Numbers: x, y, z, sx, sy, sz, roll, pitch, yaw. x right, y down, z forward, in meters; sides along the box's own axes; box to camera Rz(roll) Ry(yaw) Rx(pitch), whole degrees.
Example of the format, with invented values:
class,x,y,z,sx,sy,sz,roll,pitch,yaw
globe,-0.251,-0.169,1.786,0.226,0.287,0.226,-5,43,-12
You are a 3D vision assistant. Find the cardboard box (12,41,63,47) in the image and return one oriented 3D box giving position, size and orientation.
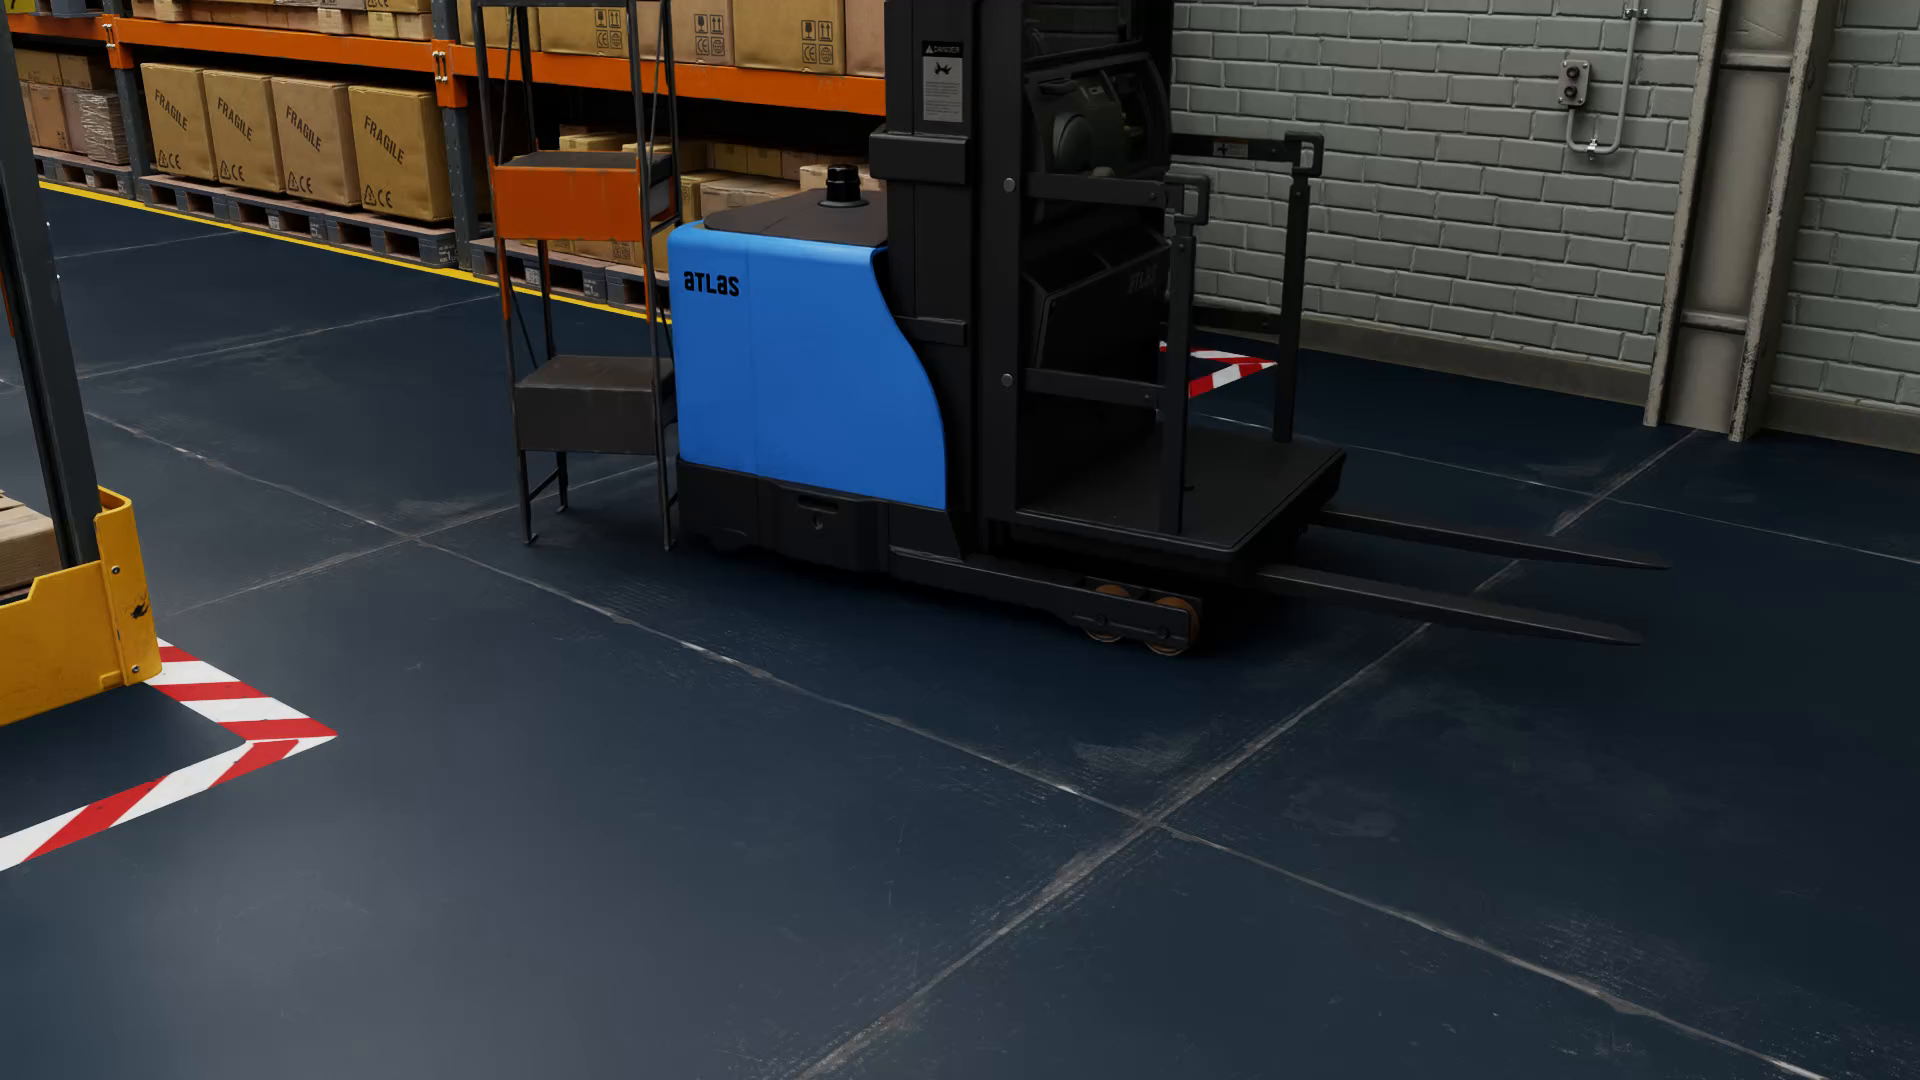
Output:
class,x,y,z,sx,sy,sz,roll,pitch,yaw
cardboard box,-7.910,-4.057,14.031,0.500,0.250,0.500,15,26,35

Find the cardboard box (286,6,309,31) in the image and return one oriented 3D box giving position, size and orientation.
class,x,y,z,sx,sy,sz,roll,pitch,yaw
cardboard box,-4.033,-3.327,10.568,0.250,0.149,0.380,15,25,35

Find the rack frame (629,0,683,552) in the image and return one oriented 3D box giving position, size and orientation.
class,x,y,z,sx,sy,sz,roll,pitch,yaw
rack frame,-0.958,-1.014,5.382,0.015,2.100,0.400,2,21,6

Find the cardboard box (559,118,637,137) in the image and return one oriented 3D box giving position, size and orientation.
class,x,y,z,sx,sy,sz,roll,pitch,yaw
cardboard box,-2.108,-2.364,9.714,0.250,0.149,0.380,16,26,36

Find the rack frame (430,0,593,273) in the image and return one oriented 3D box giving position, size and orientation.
class,x,y,z,sx,sy,sz,roll,pitch,yaw
rack frame,-2.636,-3.142,9.749,0.127,3.000,1.000,16,26,36

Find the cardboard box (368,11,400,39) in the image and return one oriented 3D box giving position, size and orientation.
class,x,y,z,sx,sy,sz,roll,pitch,yaw
cardboard box,-3.287,-3.082,9.916,0.250,0.149,0.380,17,26,37

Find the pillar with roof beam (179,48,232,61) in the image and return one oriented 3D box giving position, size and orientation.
class,x,y,z,sx,sy,sz,roll,pitch,yaw
pillar with roof beam,-8.917,-6.191,9.332,0.400,9.000,9.100,16,26,36

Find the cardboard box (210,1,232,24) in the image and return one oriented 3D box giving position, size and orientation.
class,x,y,z,sx,sy,sz,roll,pitch,yaw
cardboard box,-4.805,-3.570,11.213,0.250,0.149,0.380,17,26,37

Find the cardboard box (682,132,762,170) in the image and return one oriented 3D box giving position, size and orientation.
class,x,y,z,sx,sy,sz,roll,pitch,yaw
cardboard box,-1.299,-2.132,9.098,0.250,0.149,0.380,16,26,37

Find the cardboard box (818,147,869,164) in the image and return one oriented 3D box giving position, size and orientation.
class,x,y,z,sx,sy,sz,roll,pitch,yaw
cardboard box,-0.506,-1.904,8.495,0.250,0.149,0.380,16,26,37

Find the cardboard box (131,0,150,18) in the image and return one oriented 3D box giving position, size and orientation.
class,x,y,z,sx,sy,sz,roll,pitch,yaw
cardboard box,-5.626,-3.789,11.793,0.250,0.149,0.380,16,26,36

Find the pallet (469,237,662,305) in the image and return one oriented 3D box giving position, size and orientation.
class,x,y,z,sx,sy,sz,roll,pitch,yaw
pallet,-2.096,-1.646,9.734,1.213,0.211,1.003,16,26,36

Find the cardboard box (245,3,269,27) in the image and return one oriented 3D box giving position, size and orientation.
class,x,y,z,sx,sy,sz,roll,pitch,yaw
cardboard box,-4.431,-3.450,10.894,0.250,0.149,0.380,16,26,37

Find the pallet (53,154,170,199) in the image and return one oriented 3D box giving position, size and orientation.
class,x,y,z,sx,sy,sz,roll,pitch,yaw
pallet,-6.339,-2.904,13.071,1.213,0.211,1.003,16,26,36

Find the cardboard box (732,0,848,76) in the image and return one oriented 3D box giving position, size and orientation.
class,x,y,z,sx,sy,sz,roll,pitch,yaw
cardboard box,-0.509,-2.660,8.046,0.700,0.700,0.980,16,26,36

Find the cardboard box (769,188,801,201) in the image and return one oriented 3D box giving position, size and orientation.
class,x,y,z,sx,sy,sz,roll,pitch,yaw
cardboard box,-0.530,-1.517,8.387,0.500,0.500,0.700,16,26,36

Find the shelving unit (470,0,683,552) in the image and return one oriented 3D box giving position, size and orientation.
class,x,y,z,sx,sy,sz,roll,pitch,yaw
shelving unit,-1.200,-1.024,5.409,0.503,2.100,0.431,2,21,6

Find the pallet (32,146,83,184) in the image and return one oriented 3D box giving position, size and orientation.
class,x,y,z,sx,sy,sz,roll,pitch,yaw
pallet,-7.280,-3.177,13.793,1.213,0.211,1.003,16,26,36

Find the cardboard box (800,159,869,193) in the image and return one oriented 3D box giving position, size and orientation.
class,x,y,z,sx,sy,sz,roll,pitch,yaw
cardboard box,-0.556,-1.744,8.071,0.250,0.149,0.380,17,26,38

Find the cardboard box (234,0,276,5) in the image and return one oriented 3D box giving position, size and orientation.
class,x,y,z,sx,sy,sz,roll,pitch,yaw
cardboard box,-4.328,-3.707,10.655,0.500,0.500,0.500,17,27,38

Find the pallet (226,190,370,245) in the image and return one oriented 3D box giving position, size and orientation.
class,x,y,z,sx,sy,sz,roll,pitch,yaw
pallet,-4.231,-2.261,11.364,1.213,0.211,1.003,16,26,36

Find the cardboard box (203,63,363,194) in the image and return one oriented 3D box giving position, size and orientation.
class,x,y,z,sx,sy,sz,roll,pitch,yaw
cardboard box,-4.573,-2.828,11.367,0.750,0.750,0.750,16,26,36

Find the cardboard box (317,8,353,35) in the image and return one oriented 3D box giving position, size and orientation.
class,x,y,z,sx,sy,sz,roll,pitch,yaw
cardboard box,-3.701,-3.195,10.216,0.250,0.149,0.380,16,26,36

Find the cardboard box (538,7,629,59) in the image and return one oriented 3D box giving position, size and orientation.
class,x,y,z,sx,sy,sz,roll,pitch,yaw
cardboard box,-1.664,-2.992,8.927,0.700,0.700,0.980,15,25,35

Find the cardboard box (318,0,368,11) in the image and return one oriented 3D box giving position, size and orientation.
class,x,y,z,sx,sy,sz,roll,pitch,yaw
cardboard box,-3.554,-3.482,10.060,0.500,0.500,0.500,16,26,37

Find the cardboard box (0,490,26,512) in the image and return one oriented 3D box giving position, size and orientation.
class,x,y,z,sx,sy,sz,roll,pitch,yaw
cardboard box,-2.967,-0.018,4.856,0.250,0.166,0.380,16,26,36

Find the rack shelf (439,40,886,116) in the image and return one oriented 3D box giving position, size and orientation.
class,x,y,z,sx,sy,sz,roll,pitch,yaw
rack shelf,-1.086,-2.359,8.692,4.000,0.370,1.077,16,26,36

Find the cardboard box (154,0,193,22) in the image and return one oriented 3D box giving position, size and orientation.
class,x,y,z,sx,sy,sz,roll,pitch,yaw
cardboard box,-5.284,-3.648,11.419,0.250,0.149,0.380,17,27,38

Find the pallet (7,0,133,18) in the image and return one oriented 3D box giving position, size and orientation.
class,x,y,z,sx,sy,sz,roll,pitch,yaw
pallet,-6.354,-4.074,12.493,1.003,0.211,1.213,16,26,36

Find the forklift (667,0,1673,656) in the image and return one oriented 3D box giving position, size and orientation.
class,x,y,z,sx,sy,sz,roll,pitch,yaw
forklift,0.598,-1.252,4.834,3.031,2.935,1.130,11,23,27

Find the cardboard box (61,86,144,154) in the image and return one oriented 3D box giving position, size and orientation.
class,x,y,z,sx,sy,sz,roll,pitch,yaw
cardboard box,-6.651,-3.364,13.256,0.500,0.500,0.700,16,26,36

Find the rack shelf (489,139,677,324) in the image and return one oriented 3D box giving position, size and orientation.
class,x,y,z,sx,sy,sz,roll,pitch,yaw
rack shelf,-1.200,-1.012,5.413,0.480,0.518,0.431,2,21,6

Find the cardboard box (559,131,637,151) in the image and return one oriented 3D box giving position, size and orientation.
class,x,y,z,sx,sy,sz,roll,pitch,yaw
cardboard box,-1.971,-2.151,9.149,0.250,0.149,0.380,17,27,38

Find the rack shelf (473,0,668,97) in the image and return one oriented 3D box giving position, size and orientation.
class,x,y,z,sx,sy,sz,roll,pitch,yaw
rack shelf,-1.200,-1.666,5.166,0.480,0.518,0.431,2,21,6

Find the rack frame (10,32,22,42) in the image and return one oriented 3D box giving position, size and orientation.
class,x,y,z,sx,sy,sz,roll,pitch,yaw
rack frame,-8.834,-4.927,14.482,0.127,3.000,1.000,16,26,36

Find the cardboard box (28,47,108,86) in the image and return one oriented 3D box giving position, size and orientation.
class,x,y,z,sx,sy,sz,roll,pitch,yaw
cardboard box,-7.129,-3.825,13.418,0.500,0.250,0.500,16,26,36

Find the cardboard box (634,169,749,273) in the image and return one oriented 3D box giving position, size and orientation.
class,x,y,z,sx,sy,sz,roll,pitch,yaw
cardboard box,-1.338,-1.746,8.994,0.500,0.500,0.700,17,26,37

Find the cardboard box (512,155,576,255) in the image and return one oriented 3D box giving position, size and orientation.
class,x,y,z,sx,sy,sz,roll,pitch,yaw
cardboard box,-2.121,-1.974,9.599,0.500,0.500,0.700,16,26,37

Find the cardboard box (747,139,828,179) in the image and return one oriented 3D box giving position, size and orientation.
class,x,y,z,sx,sy,sz,roll,pitch,yaw
cardboard box,-0.903,-2.018,8.796,0.250,0.149,0.380,16,26,37

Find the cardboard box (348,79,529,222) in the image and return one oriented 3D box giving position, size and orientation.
class,x,y,z,sx,sy,sz,roll,pitch,yaw
cardboard box,-3.222,-2.442,10.344,0.750,0.750,0.750,16,26,37

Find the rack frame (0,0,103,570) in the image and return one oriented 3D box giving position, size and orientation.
class,x,y,z,sx,sy,sz,roll,pitch,yaw
rack frame,-2.666,-0.894,3.789,0.127,3.000,1.000,16,26,36

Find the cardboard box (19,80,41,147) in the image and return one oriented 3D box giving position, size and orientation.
class,x,y,z,sx,sy,sz,roll,pitch,yaw
cardboard box,-7.451,-3.577,13.821,0.500,0.500,0.700,16,26,37

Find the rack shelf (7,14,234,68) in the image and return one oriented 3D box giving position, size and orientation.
class,x,y,z,sx,sy,sz,roll,pitch,yaw
rack shelf,-7.284,-4.144,13.425,4.000,0.370,1.077,16,26,36

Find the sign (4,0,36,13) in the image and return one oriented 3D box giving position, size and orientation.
class,x,y,z,sx,sy,sz,roll,pitch,yaw
sign,-2.323,-1.448,4.030,0.005,0.325,0.100,16,26,36
